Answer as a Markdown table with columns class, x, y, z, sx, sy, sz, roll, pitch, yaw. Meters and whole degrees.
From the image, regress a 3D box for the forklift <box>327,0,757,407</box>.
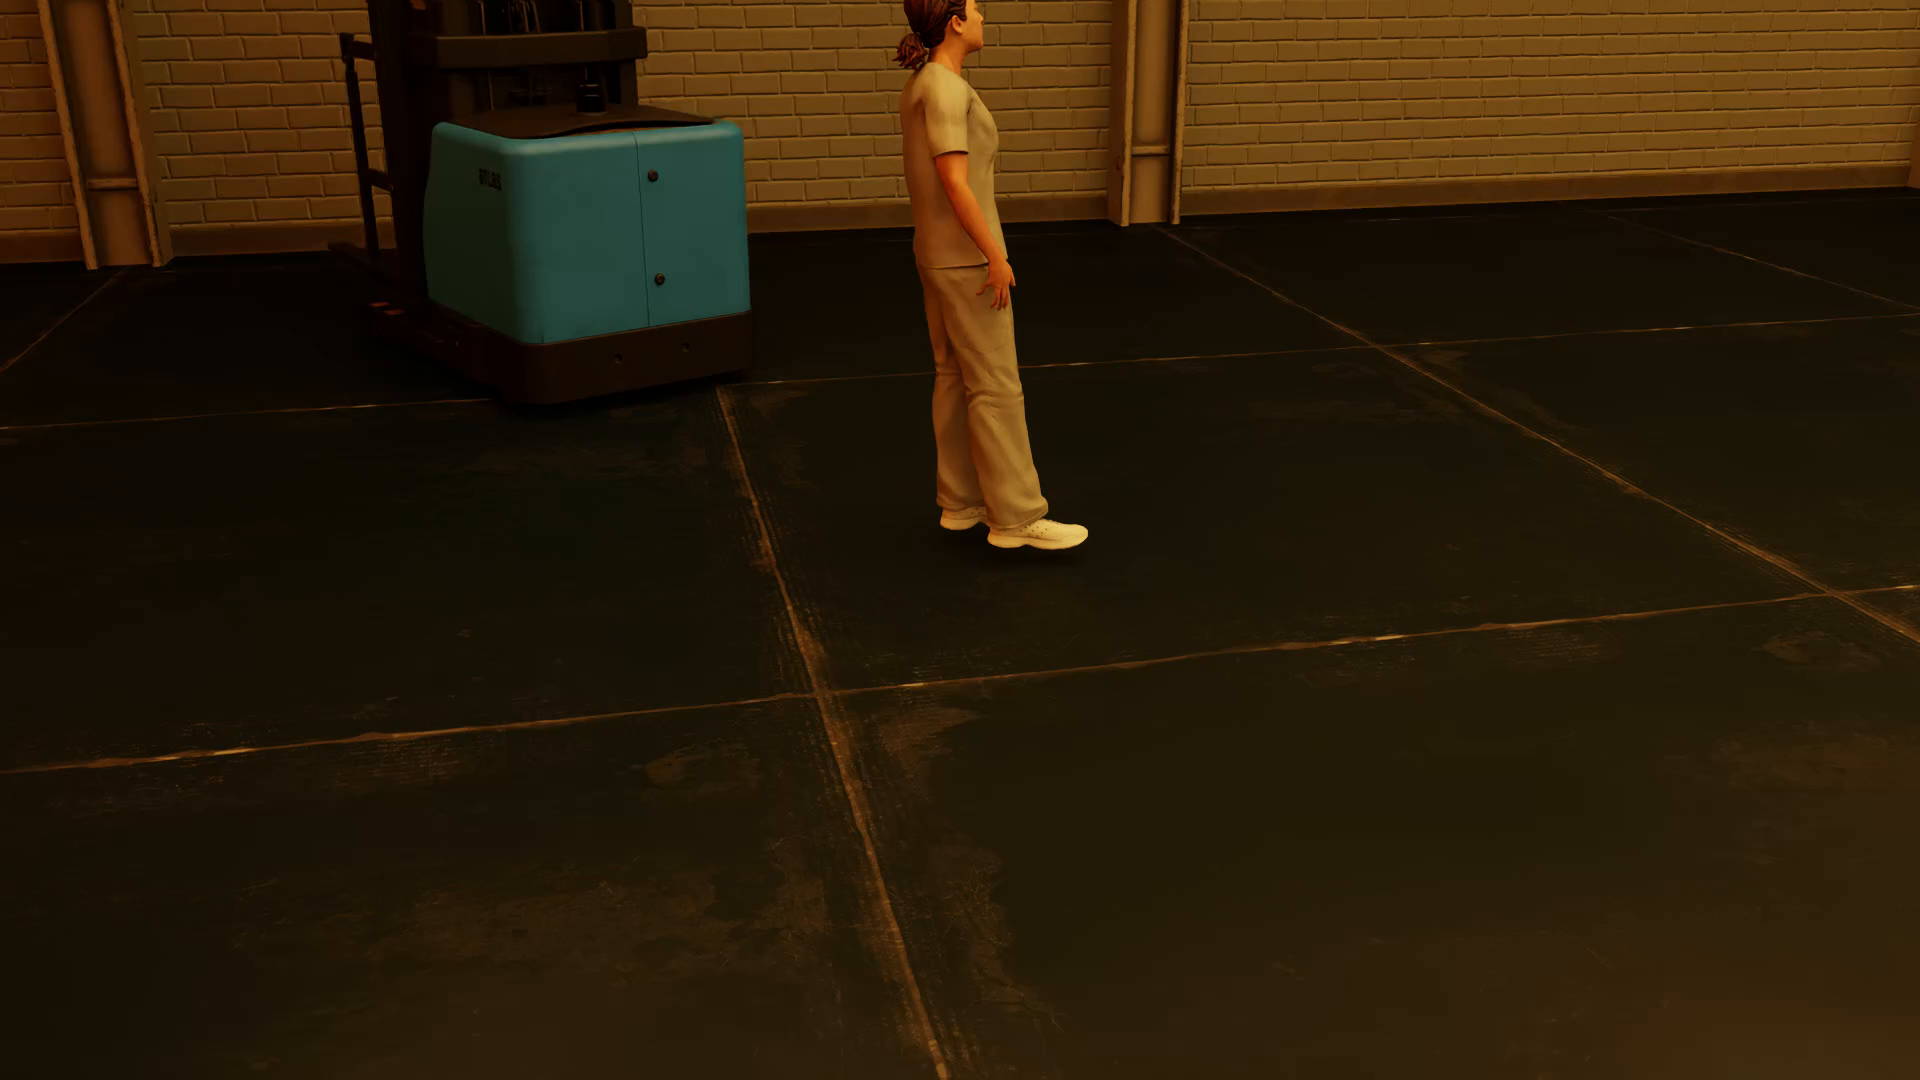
| class | x | y | z | sx | sy | sz | roll | pitch | yaw |
| --- | --- | --- | --- | --- | --- | --- | --- | --- | --- |
| forklift | -2.145 | -2.356 | 7.356 | 1.130 | 2.935 | 3.031 | -15 | 26 | -34 |

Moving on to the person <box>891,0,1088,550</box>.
| class | x | y | z | sx | sy | sz | roll | pitch | yaw |
| --- | --- | --- | --- | --- | --- | --- | --- | --- | --- |
| person | 0.075 | -0.828 | 4.985 | 0.547 | 1.673 | 0.550 | -5 | 21 | -12 |
